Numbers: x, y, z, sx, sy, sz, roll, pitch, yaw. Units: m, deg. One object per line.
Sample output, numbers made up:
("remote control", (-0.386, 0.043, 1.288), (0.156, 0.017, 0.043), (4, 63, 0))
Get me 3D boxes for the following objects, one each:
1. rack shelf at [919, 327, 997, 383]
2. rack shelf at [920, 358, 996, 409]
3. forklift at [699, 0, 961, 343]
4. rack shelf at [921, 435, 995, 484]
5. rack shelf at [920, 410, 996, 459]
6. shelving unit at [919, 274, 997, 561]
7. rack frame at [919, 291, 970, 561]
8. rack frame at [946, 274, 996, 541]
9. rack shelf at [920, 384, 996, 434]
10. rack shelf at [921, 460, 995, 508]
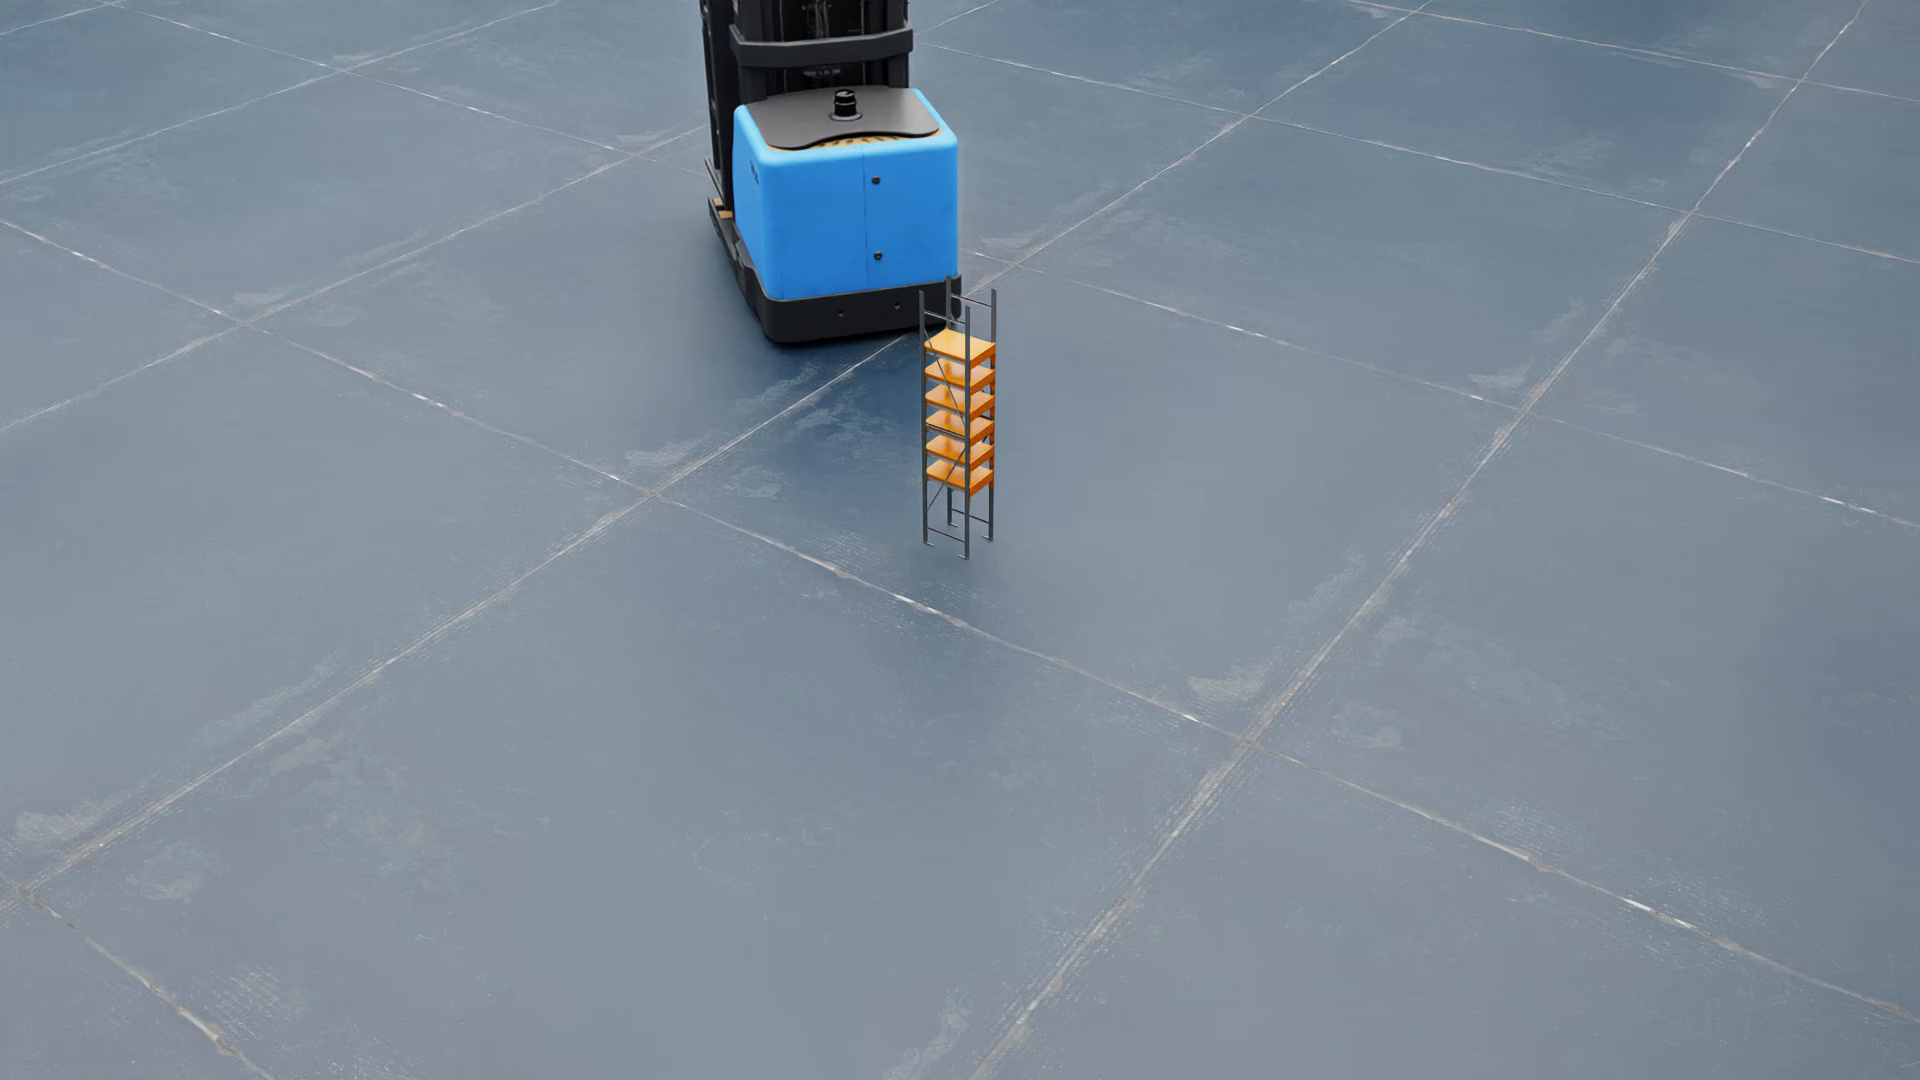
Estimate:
("rack shelf", (-0.008, -0.752, 6.727), (0.258, 0.103, 0.180), (21, 39, 28))
("rack shelf", (-0.008, -0.652, 6.794), (0.258, 0.103, 0.180), (21, 39, 28))
("forklift", (-0.891, -3.060, 9.159), (1.130, 2.935, 3.031), (-9, 35, -13))
("rack shelf", (-0.008, -0.354, 6.996), (0.258, 0.103, 0.180), (21, 39, 28))
("rack shelf", (-0.008, -0.454, 6.929), (0.258, 0.103, 0.180), (21, 39, 28))
("shelving unit", (-0.008, -0.490, 6.904), (0.258, 1.200, 0.189), (21, 39, 28))
("rack frame", (-0.060, -0.448, 6.842), (0.240, 1.200, 0.006), (21, 39, 28))
("rack frame", (0.044, -0.532, 6.966), (0.240, 1.200, 0.006), (21, 39, 28))
("rack shelf", (-0.008, -0.553, 6.862), (0.258, 0.103, 0.180), (21, 39, 28))
("rack shelf", (-0.008, -0.255, 7.063), (0.258, 0.103, 0.180), (21, 39, 28))
